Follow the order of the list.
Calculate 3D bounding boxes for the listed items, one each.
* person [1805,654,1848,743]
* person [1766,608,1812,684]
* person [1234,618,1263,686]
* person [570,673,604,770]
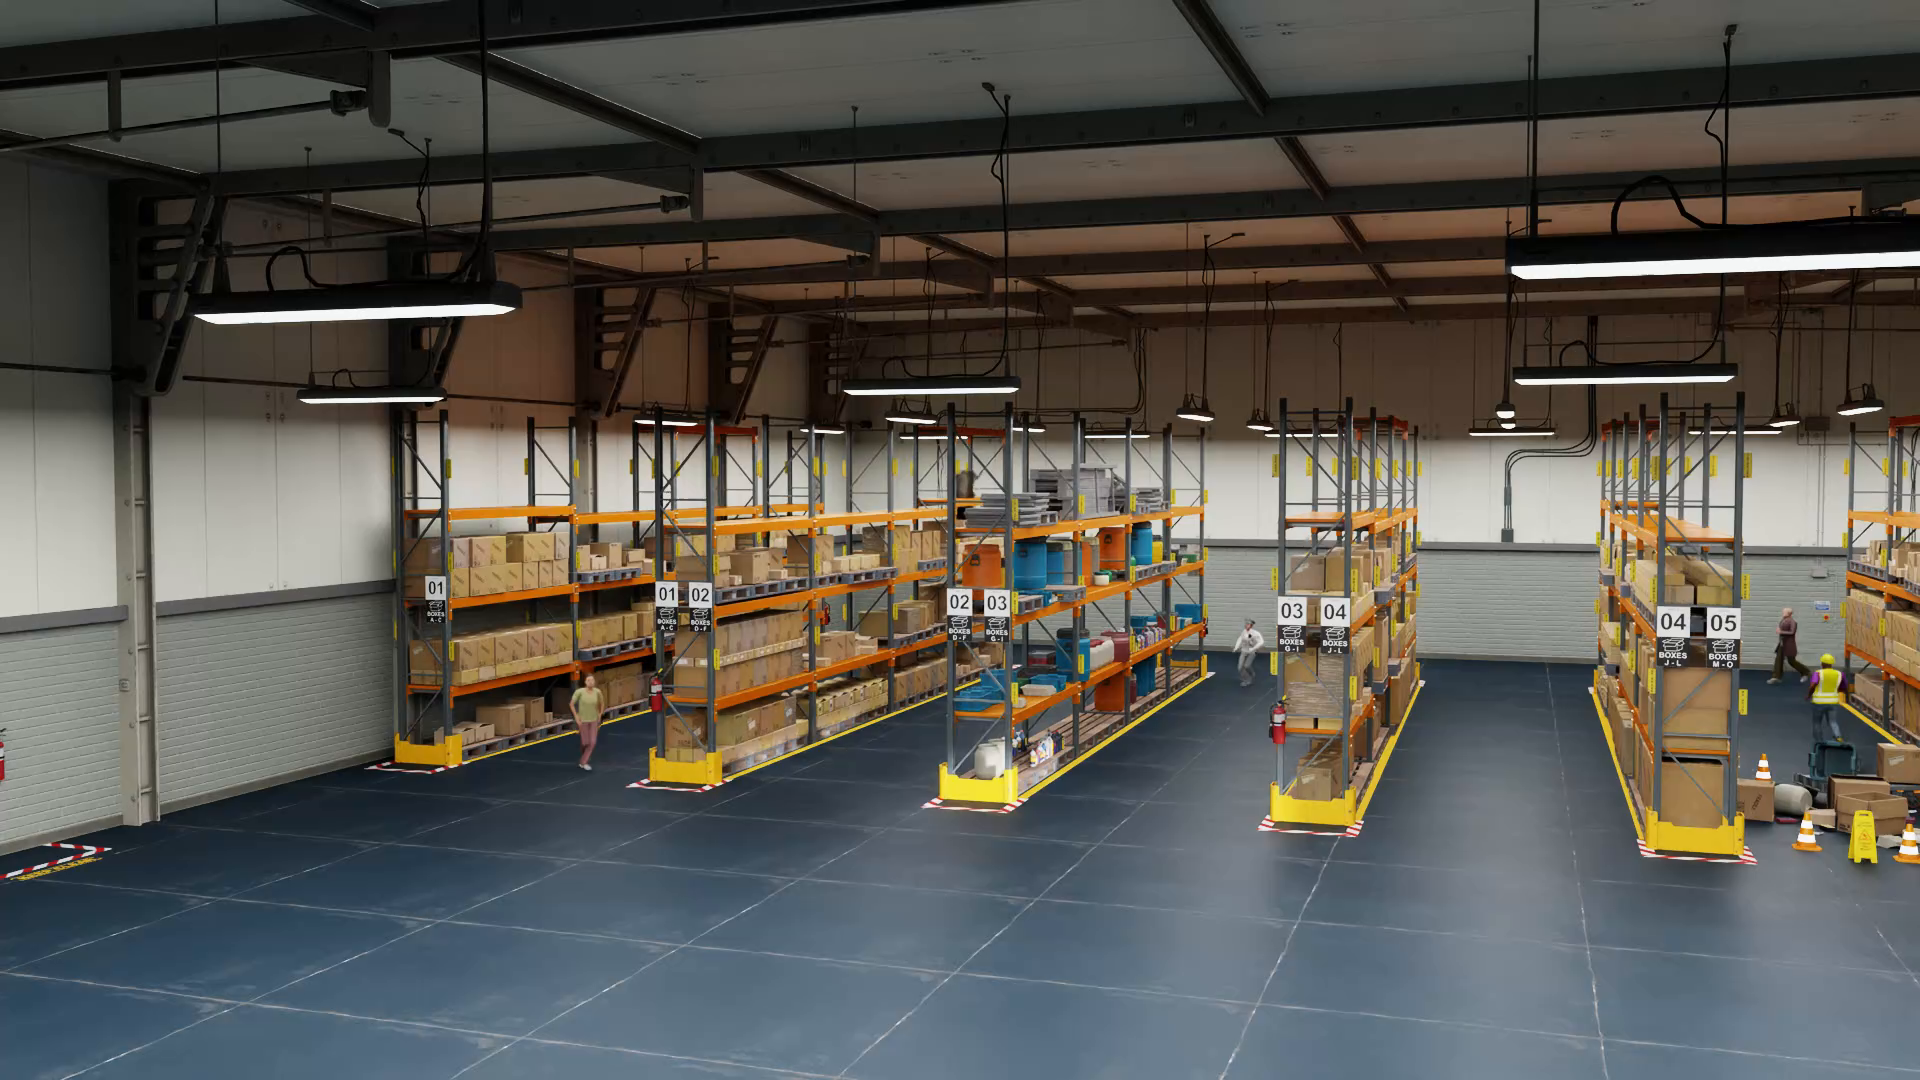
[{"bbox_3d":[15.223,2.867,29.216,0.701,1.748,0.931,0,2,9],"label":"person"},{"bbox_3d":[19.132,2.439,38.374,1.047,1.761,0.701,0,2,-1],"label":"person"},{"bbox_3d":[6.622,2.586,38.145,0.692,1.604,0.524,2,3,38],"label":"person"},{"bbox_3d":[-6.229,3.015,27.775,0.580,1.610,0.546,-1,3,-25],"label":"person"}]
